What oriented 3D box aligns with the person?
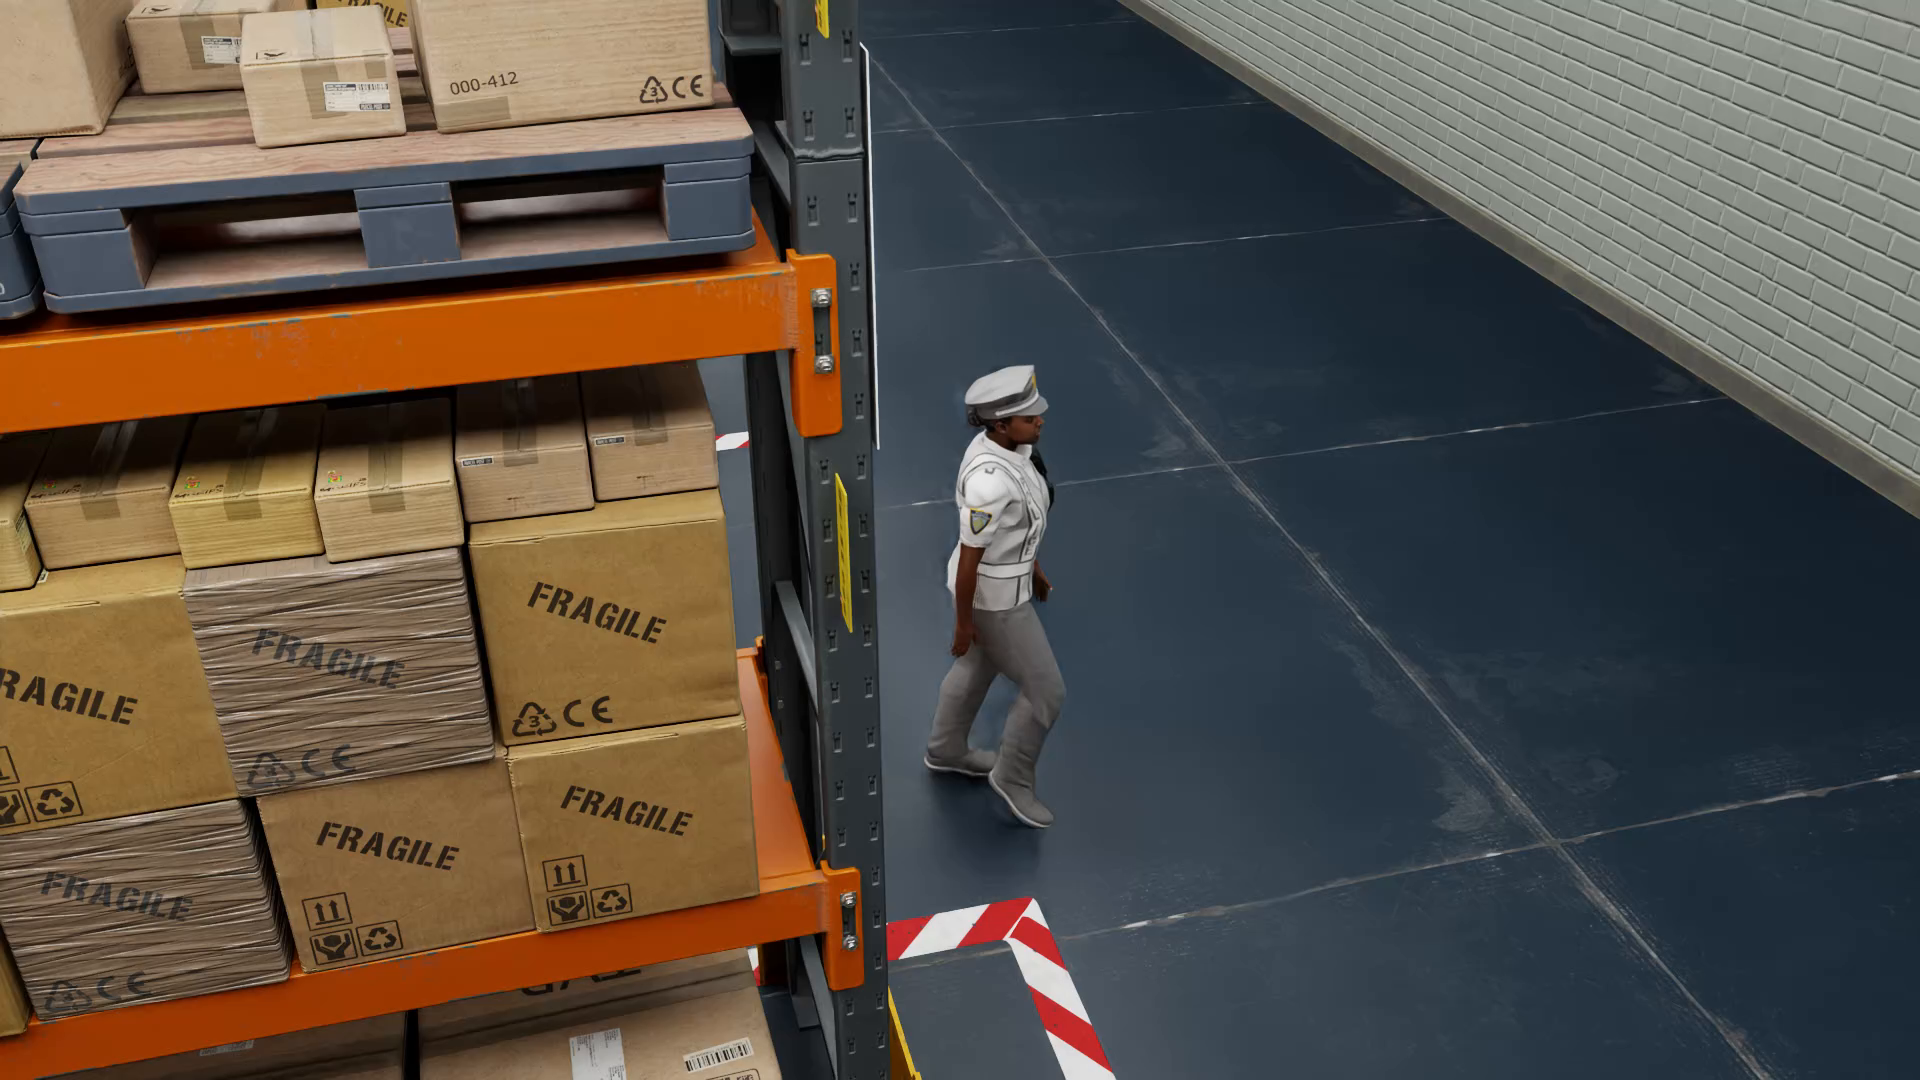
[{"bbox_3d":[0.124,0.192,5.784,0.524,1.727,0.476,2,31,4],"label":"person"}]
